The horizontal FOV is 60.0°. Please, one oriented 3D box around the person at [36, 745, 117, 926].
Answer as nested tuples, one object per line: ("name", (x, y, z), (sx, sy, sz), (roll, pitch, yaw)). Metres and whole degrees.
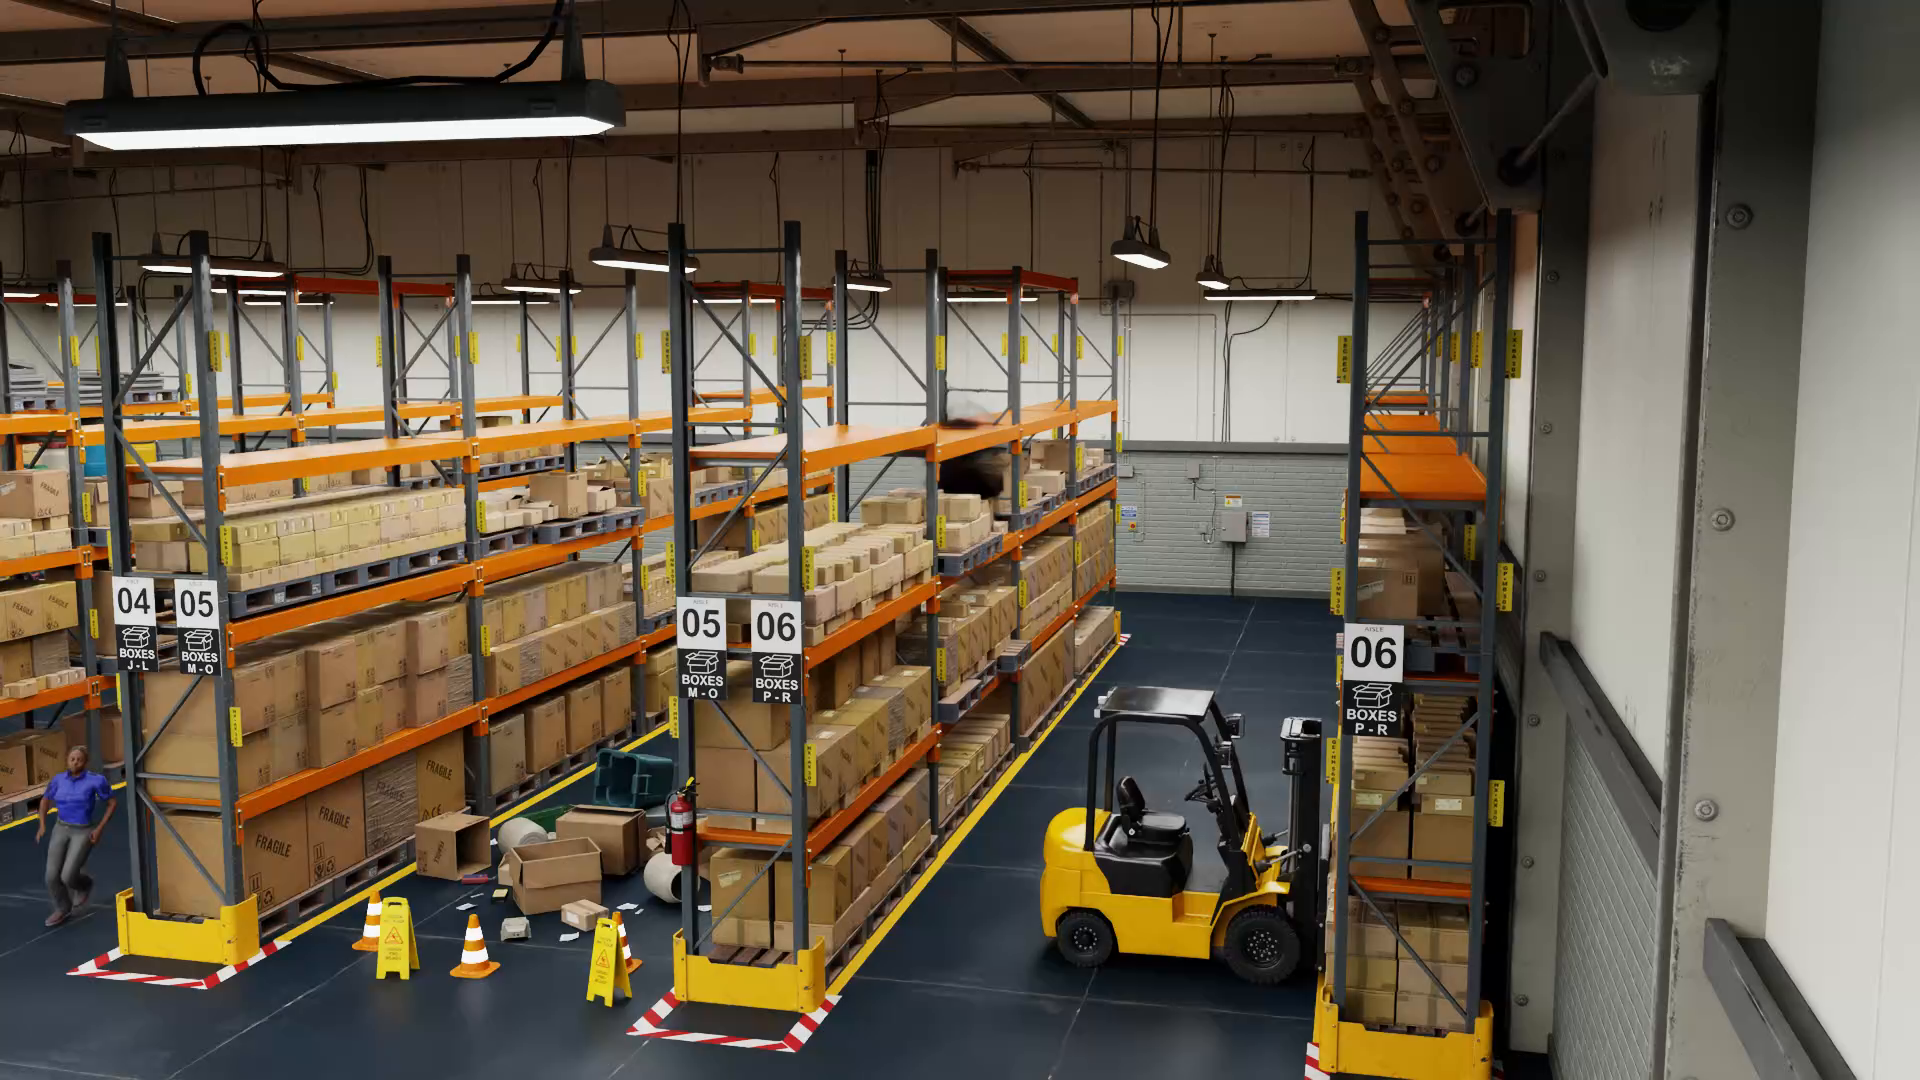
("person", (-7.816, 2.609, 14.711), (0.625, 1.589, 0.518), (0, 7, 0))
